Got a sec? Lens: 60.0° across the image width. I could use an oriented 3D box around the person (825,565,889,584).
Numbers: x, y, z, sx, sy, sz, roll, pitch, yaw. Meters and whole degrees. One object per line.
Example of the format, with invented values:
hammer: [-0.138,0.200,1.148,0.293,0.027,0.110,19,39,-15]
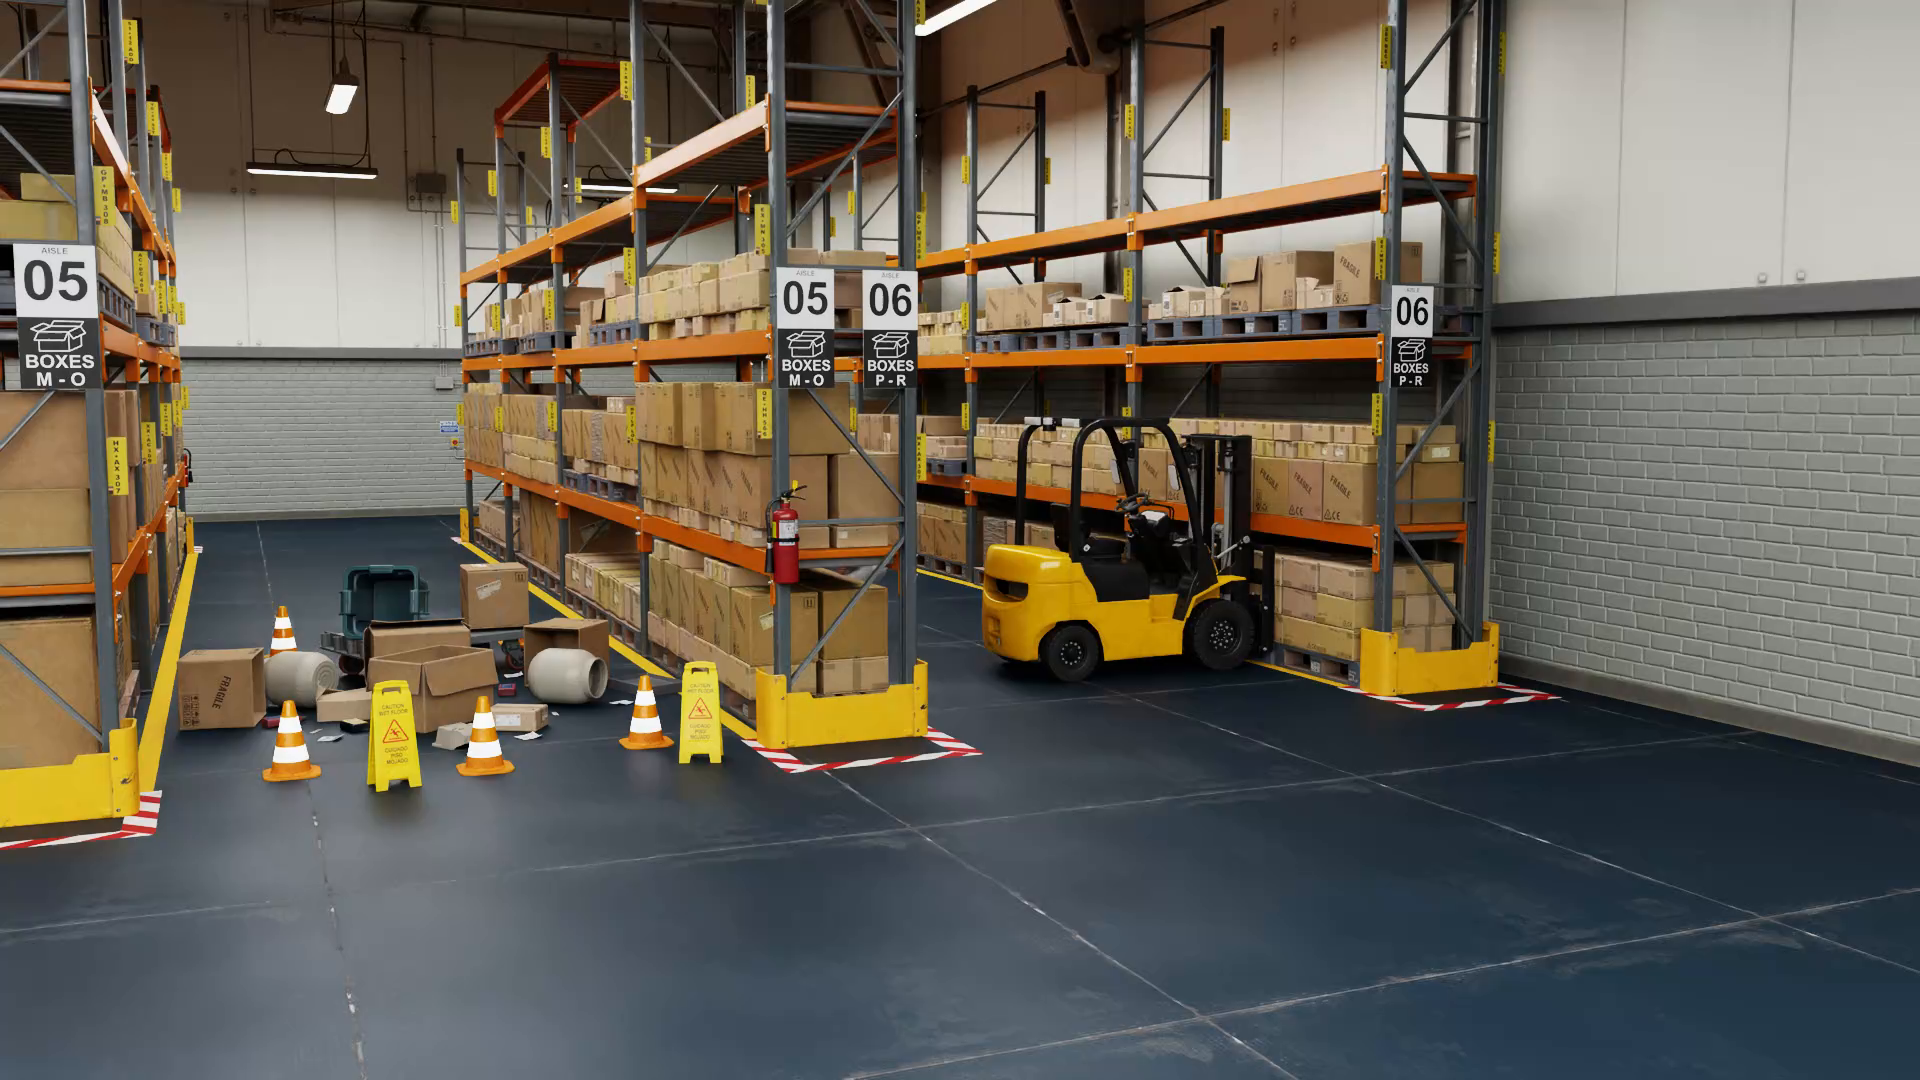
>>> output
person: [-1.121,0.321,16.745,0.860,1.111,0.603,-2,6,-24]
